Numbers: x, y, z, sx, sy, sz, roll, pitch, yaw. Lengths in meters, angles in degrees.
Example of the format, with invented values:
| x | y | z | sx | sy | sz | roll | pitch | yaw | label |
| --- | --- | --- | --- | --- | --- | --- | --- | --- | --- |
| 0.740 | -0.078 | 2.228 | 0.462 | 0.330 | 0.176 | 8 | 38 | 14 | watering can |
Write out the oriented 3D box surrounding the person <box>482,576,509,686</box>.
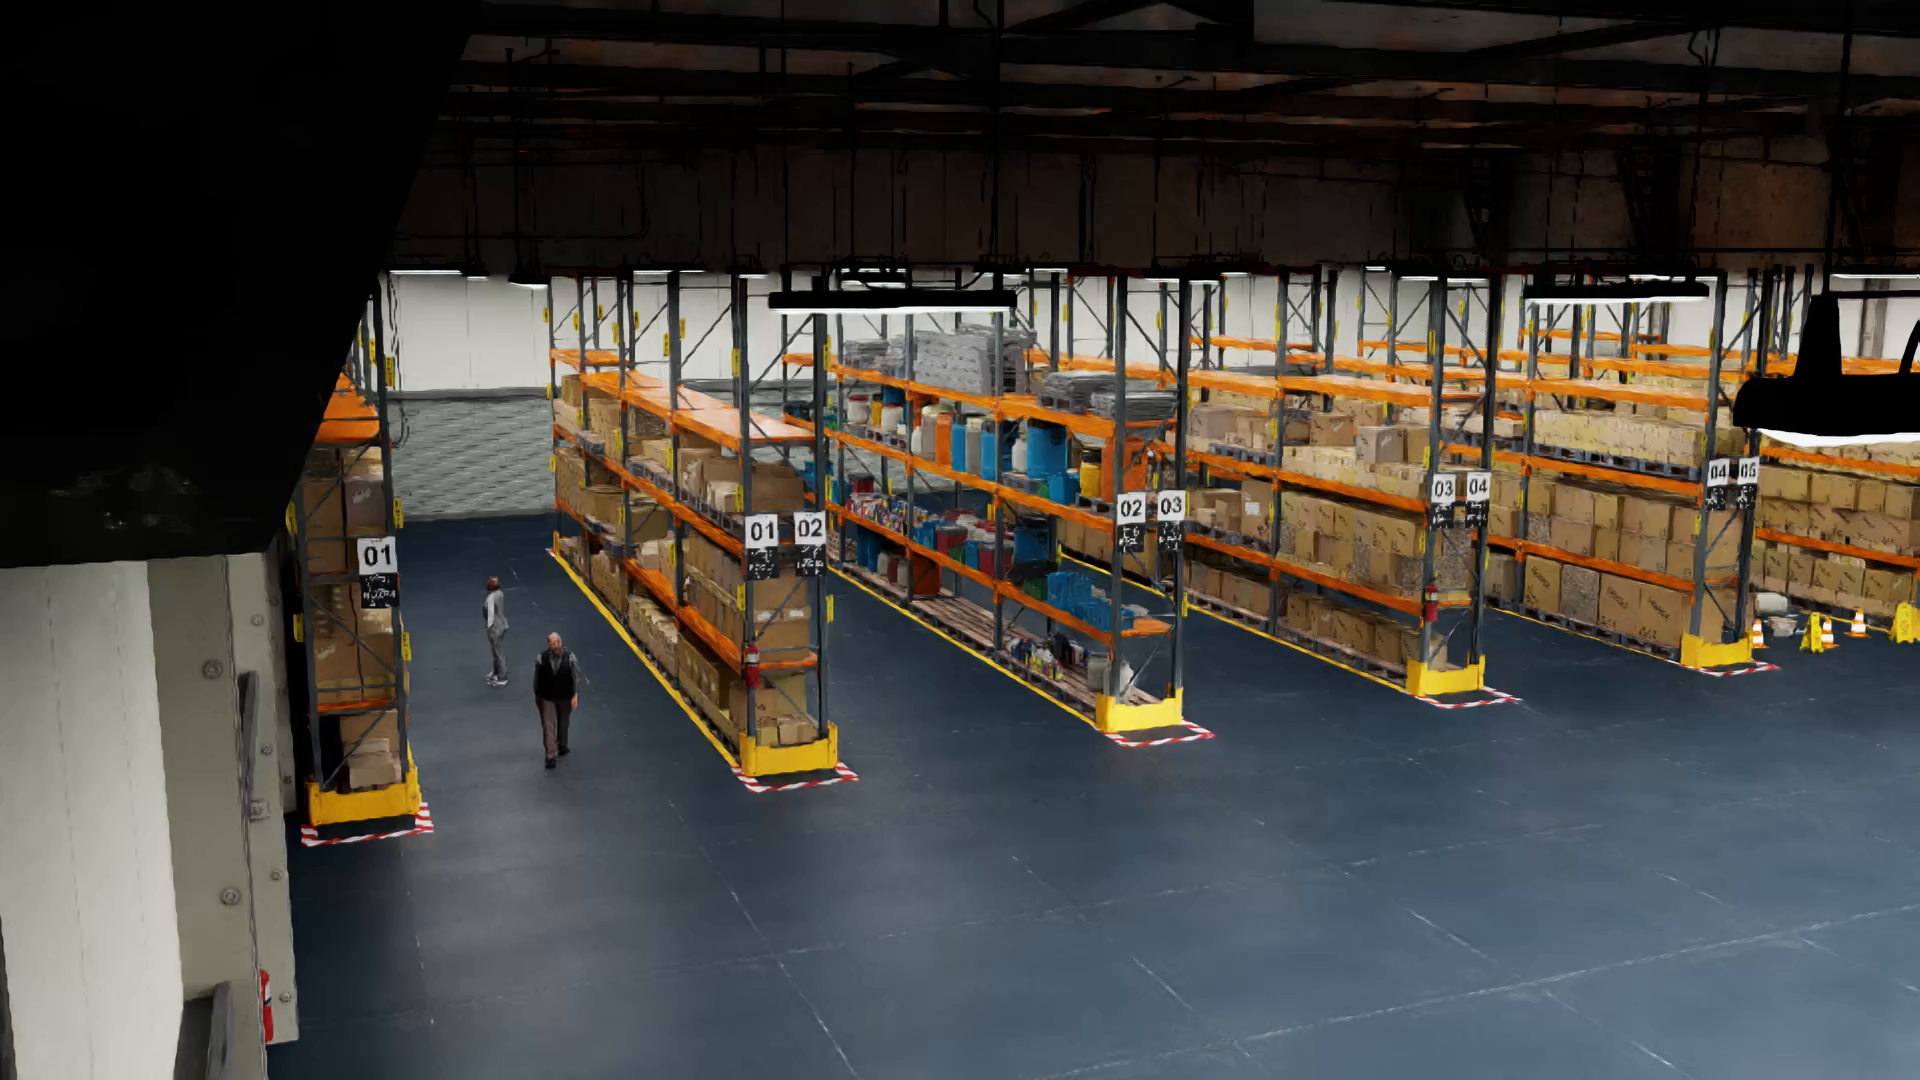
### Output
| x | y | z | sx | sy | sz | roll | pitch | yaw | label |
| --- | --- | --- | --- | --- | --- | --- | --- | --- | --- |
| -6.846 | 1.319 | 24.417 | 0.454 | 1.599 | 0.467 | 1 | 10 | 8 | person |

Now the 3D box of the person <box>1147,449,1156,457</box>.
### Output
| x | y | z | sx | sy | sz | roll | pitch | yaw | label |
| --- | --- | --- | --- | --- | --- | --- | --- | --- | --- |
| 4.831 | -1.659 | 41.156 | 0.657 | 1.748 | 0.569 | 8 | 13 | 40 | person |

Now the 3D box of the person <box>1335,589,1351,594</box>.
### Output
| x | y | z | sx | sy | sz | roll | pitch | yaw | label |
| --- | --- | --- | --- | --- | --- | --- | --- | --- | --- |
| 7.210 | 0.141 | 30.913 | 0.555 | 1.684 | 0.431 | 8 | 13 | 38 | person |

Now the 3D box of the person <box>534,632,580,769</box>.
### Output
| x | y | z | sx | sy | sz | roll | pitch | yaw | label |
| --- | --- | --- | --- | --- | --- | --- | --- | --- | --- |
| -4.986 | 1.949 | 20.612 | 0.541 | 1.642 | 1.083 | -3 | 10 | -18 | person |
